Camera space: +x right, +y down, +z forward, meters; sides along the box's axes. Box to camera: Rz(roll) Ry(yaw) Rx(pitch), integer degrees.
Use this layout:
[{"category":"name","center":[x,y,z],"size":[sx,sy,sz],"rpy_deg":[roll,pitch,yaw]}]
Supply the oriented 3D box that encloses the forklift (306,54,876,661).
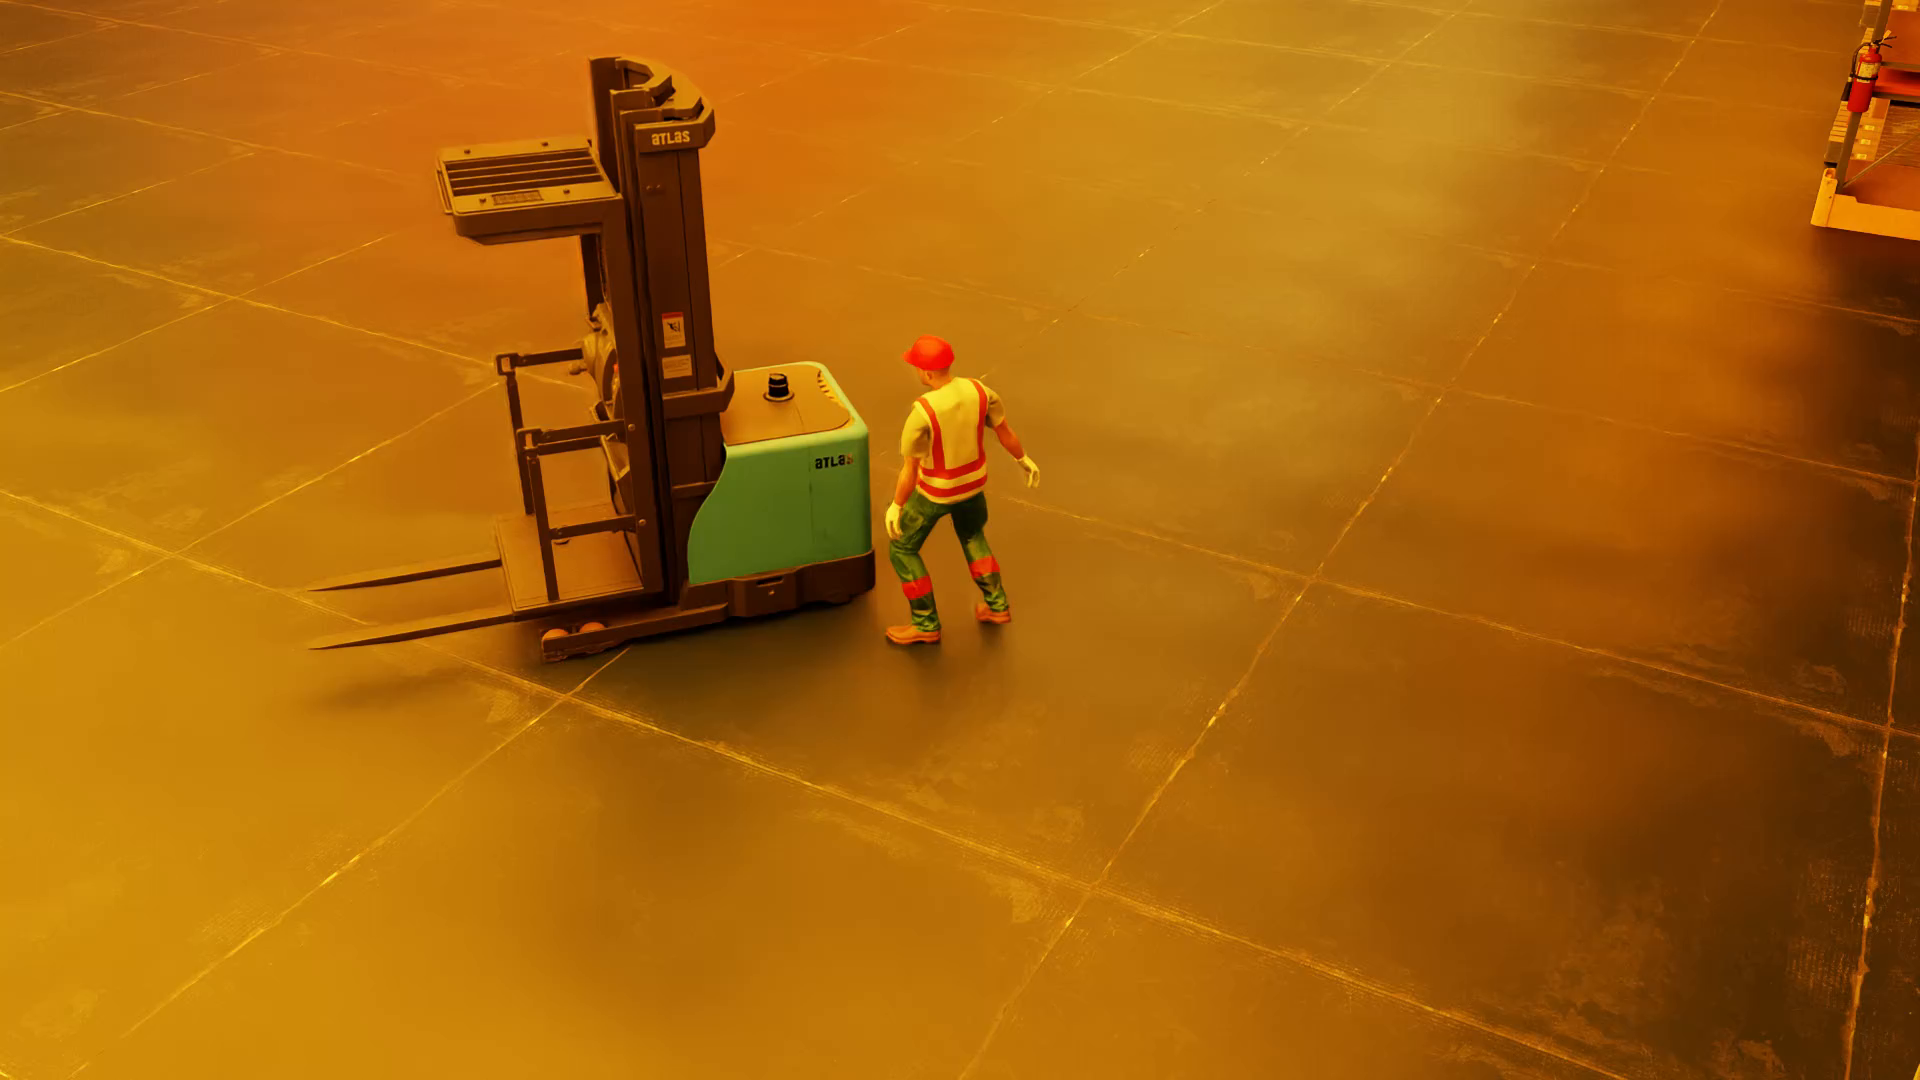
[{"category":"forklift","center":[-2.052,-0.923,8.670],"size":[3.031,2.935,1.130],"rpy_deg":[-10,31,-17]}]

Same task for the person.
[{"category":"person","center":[0.015,-0.288,8.803],"size":[0.895,1.703,0.496],"rpy_deg":[-17,34,-26]}]
